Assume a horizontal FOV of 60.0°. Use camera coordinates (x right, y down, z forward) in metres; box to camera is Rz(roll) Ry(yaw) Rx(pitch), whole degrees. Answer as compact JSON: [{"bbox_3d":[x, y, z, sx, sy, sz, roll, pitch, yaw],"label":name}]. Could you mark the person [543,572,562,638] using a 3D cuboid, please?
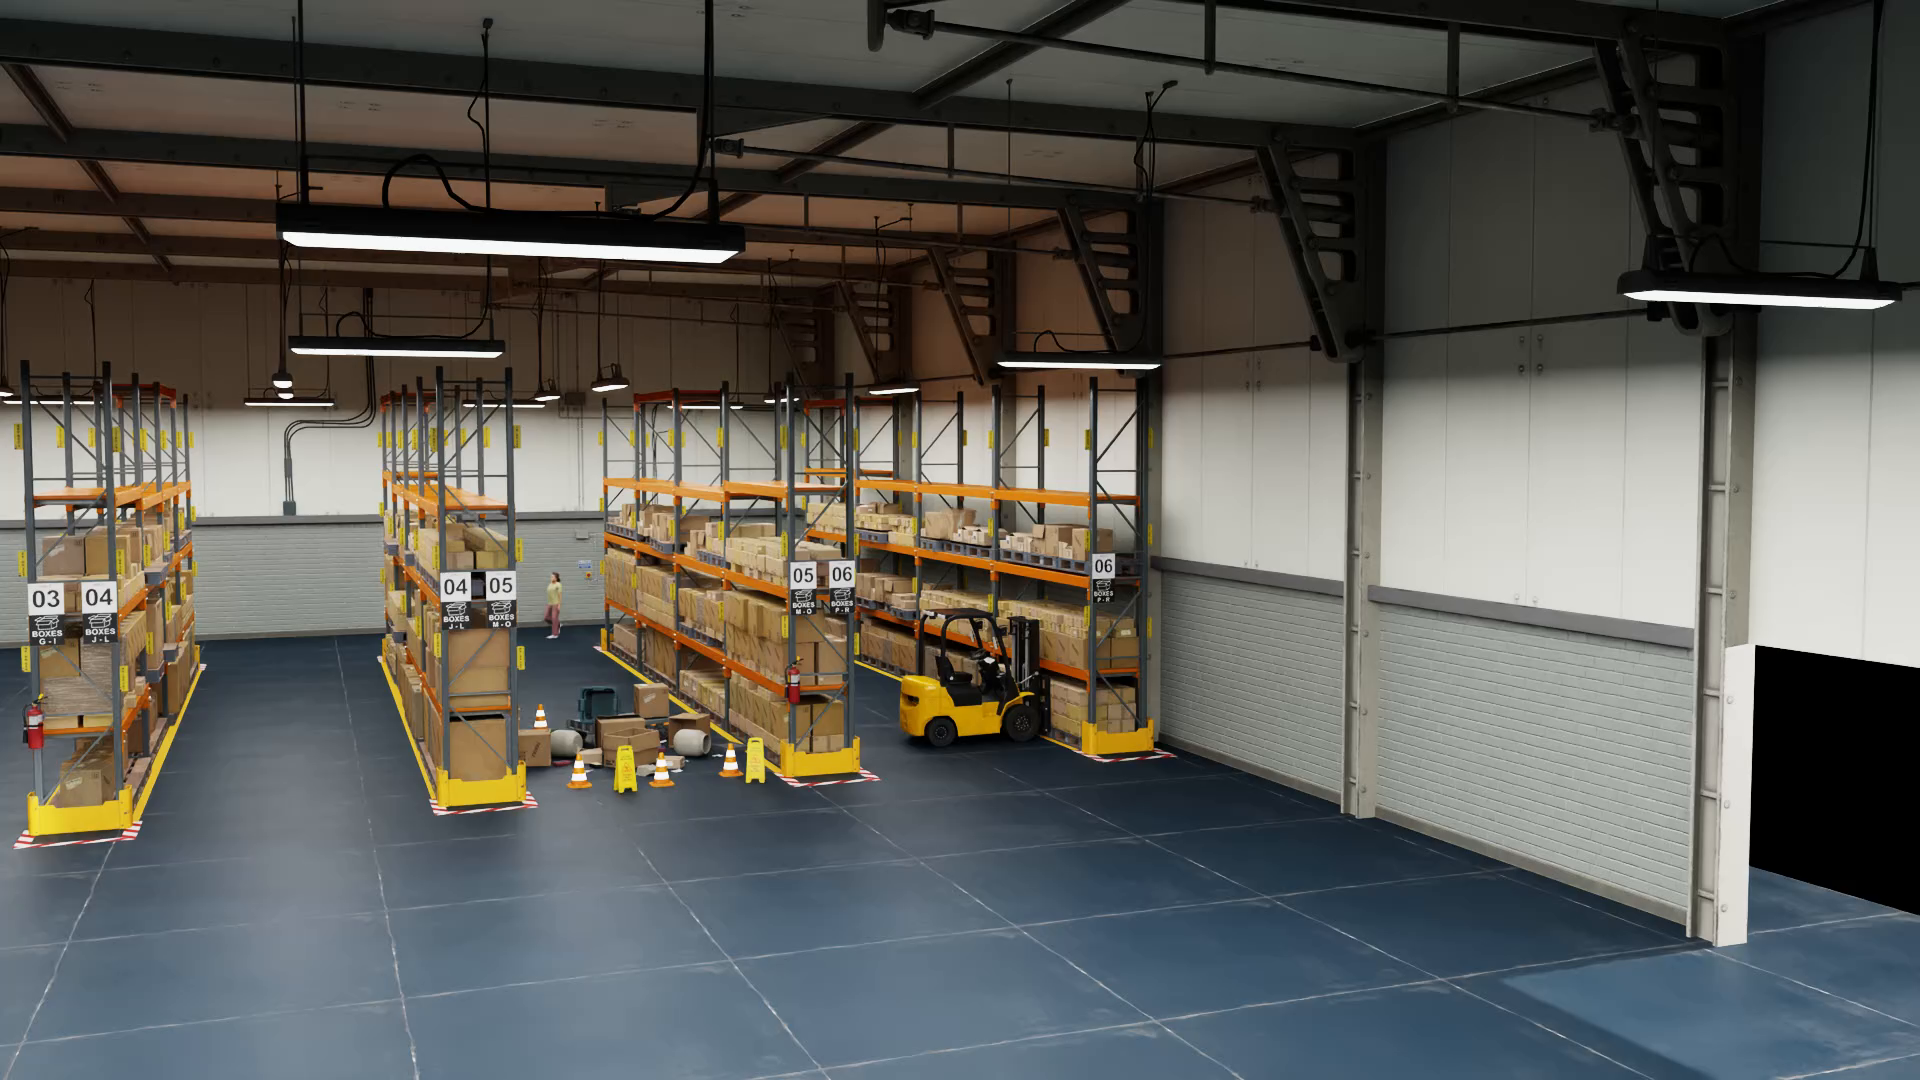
[{"bbox_3d":[-10.203,1.635,41.917,0.461,1.663,0.555,2,4,31],"label":"person"}]
